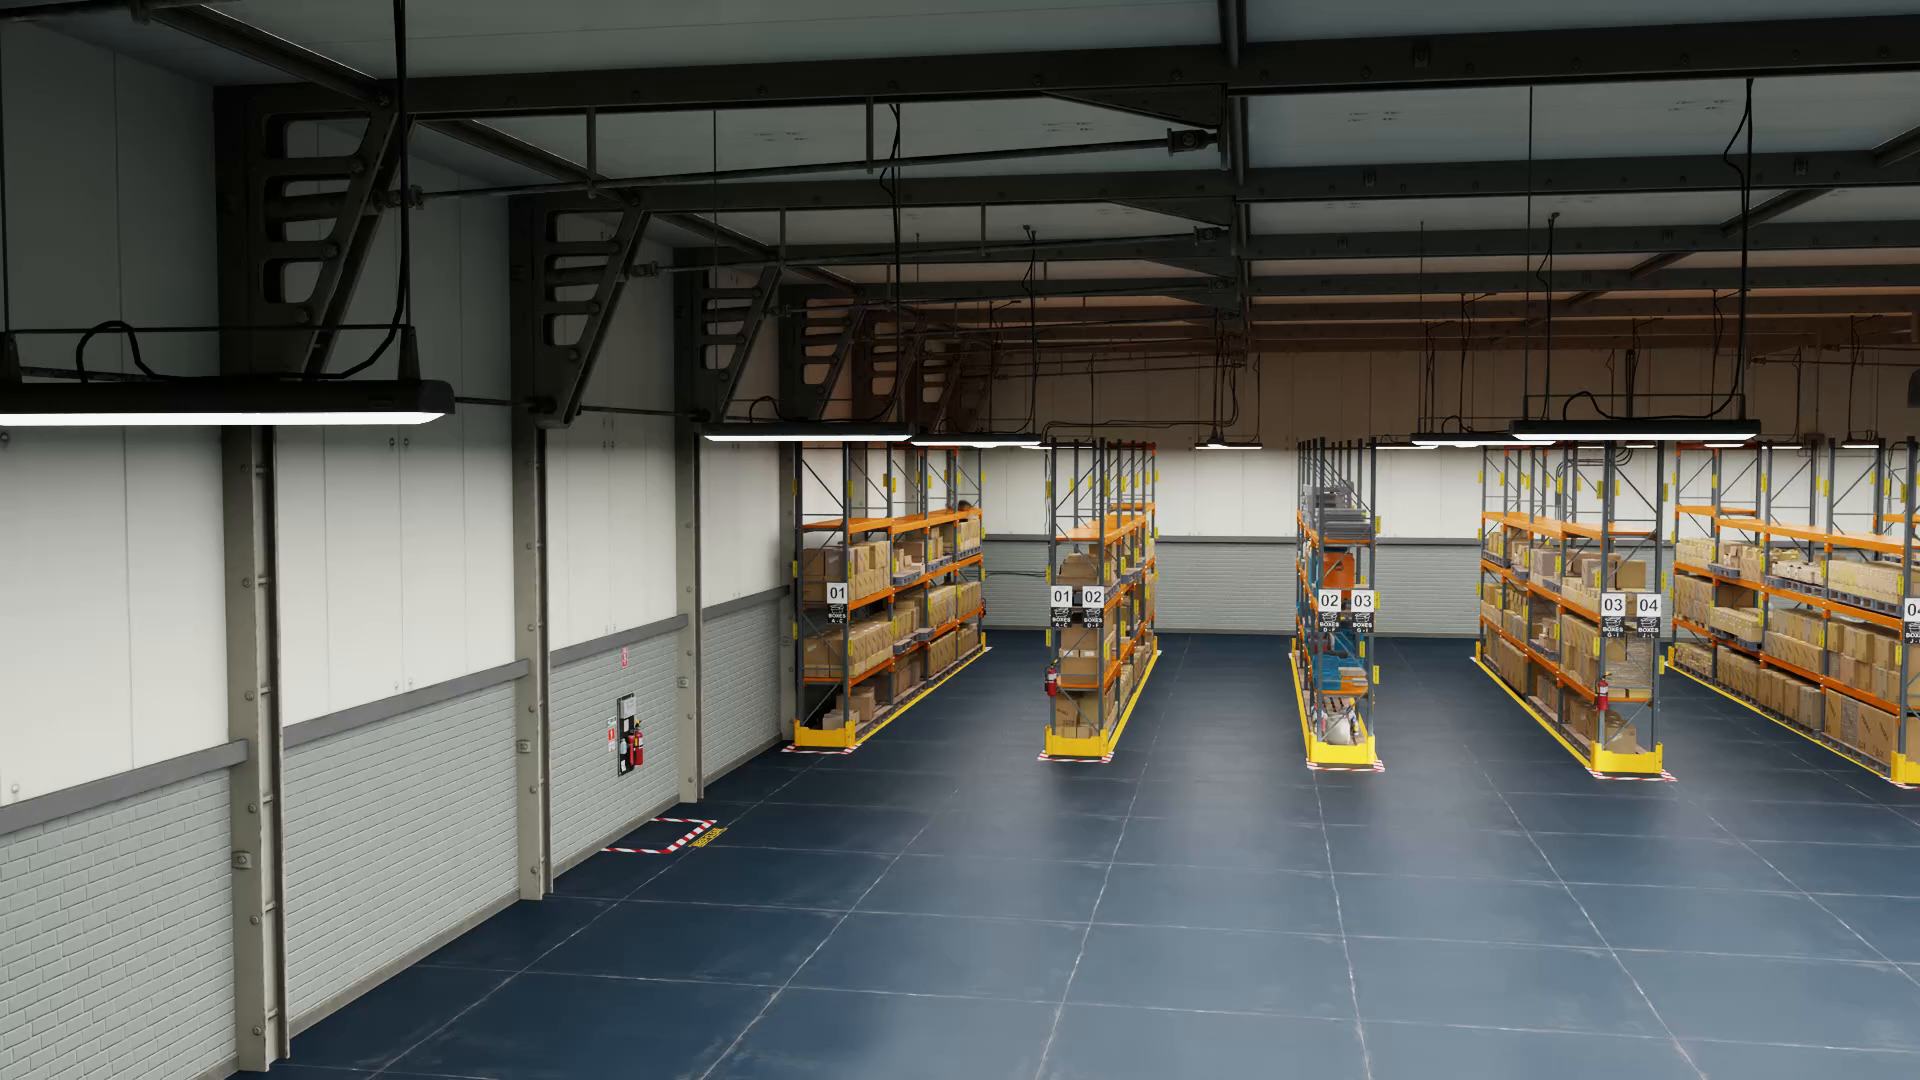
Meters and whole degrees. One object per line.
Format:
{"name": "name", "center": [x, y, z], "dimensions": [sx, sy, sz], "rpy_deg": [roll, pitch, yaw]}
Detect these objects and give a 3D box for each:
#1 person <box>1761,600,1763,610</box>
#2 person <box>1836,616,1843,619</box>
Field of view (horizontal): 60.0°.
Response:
{"name": "person", "center": [21.267, 2.458, 44.186], "dimensions": [0.400, 1.744, 0.640], "rpy_deg": [2, 4, 31]}
{"name": "person", "center": [21.226, 2.728, 40.198], "dimensions": [0.780, 1.768, 0.798], "rpy_deg": [0, 3, 4]}
